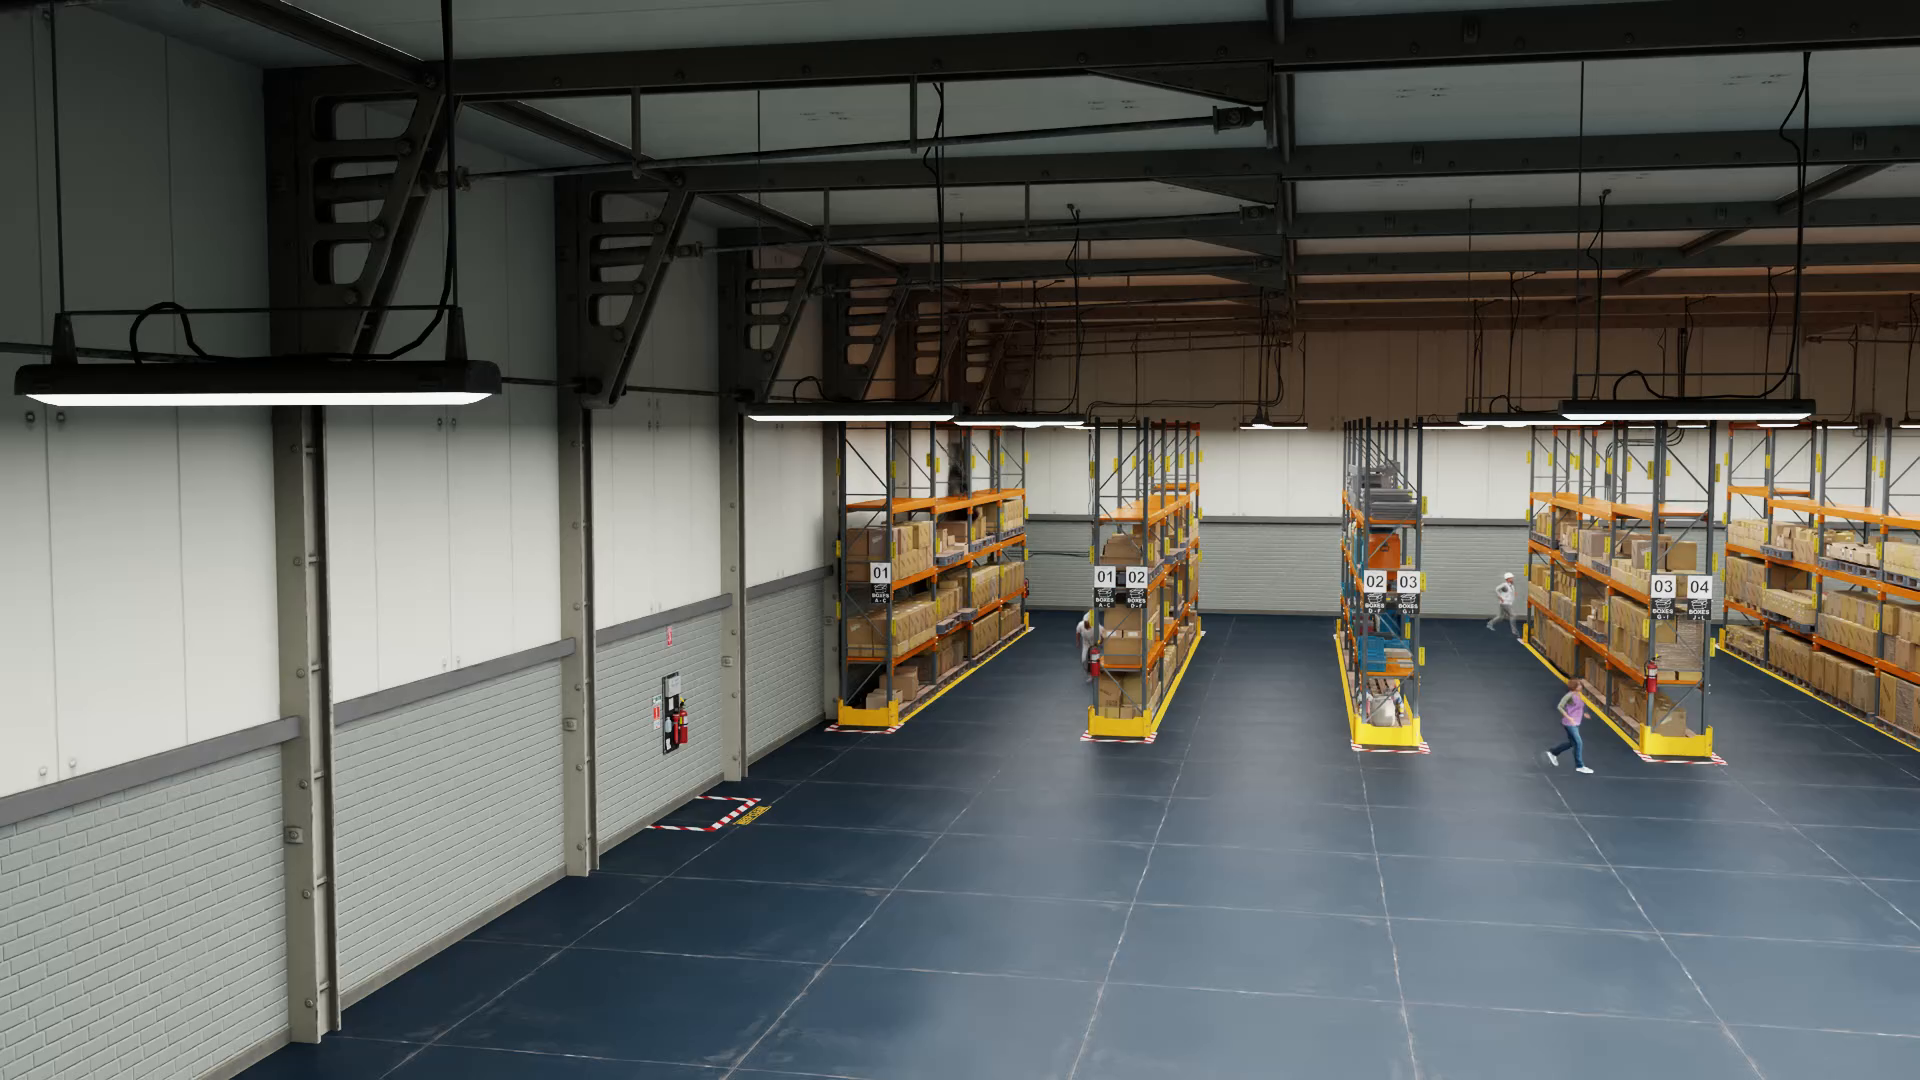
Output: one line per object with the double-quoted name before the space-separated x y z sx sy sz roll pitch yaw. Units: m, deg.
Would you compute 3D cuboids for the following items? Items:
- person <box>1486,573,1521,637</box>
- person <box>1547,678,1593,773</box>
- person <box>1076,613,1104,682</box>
"person" 15.300 1.827 46.715 1.006 1.830 0.610 2 4 30
"person" 10.268 3.109 27.989 0.753 1.584 0.547 3 5 40
"person" 3.035 2.456 38.253 0.714 1.609 1.029 1 4 21
